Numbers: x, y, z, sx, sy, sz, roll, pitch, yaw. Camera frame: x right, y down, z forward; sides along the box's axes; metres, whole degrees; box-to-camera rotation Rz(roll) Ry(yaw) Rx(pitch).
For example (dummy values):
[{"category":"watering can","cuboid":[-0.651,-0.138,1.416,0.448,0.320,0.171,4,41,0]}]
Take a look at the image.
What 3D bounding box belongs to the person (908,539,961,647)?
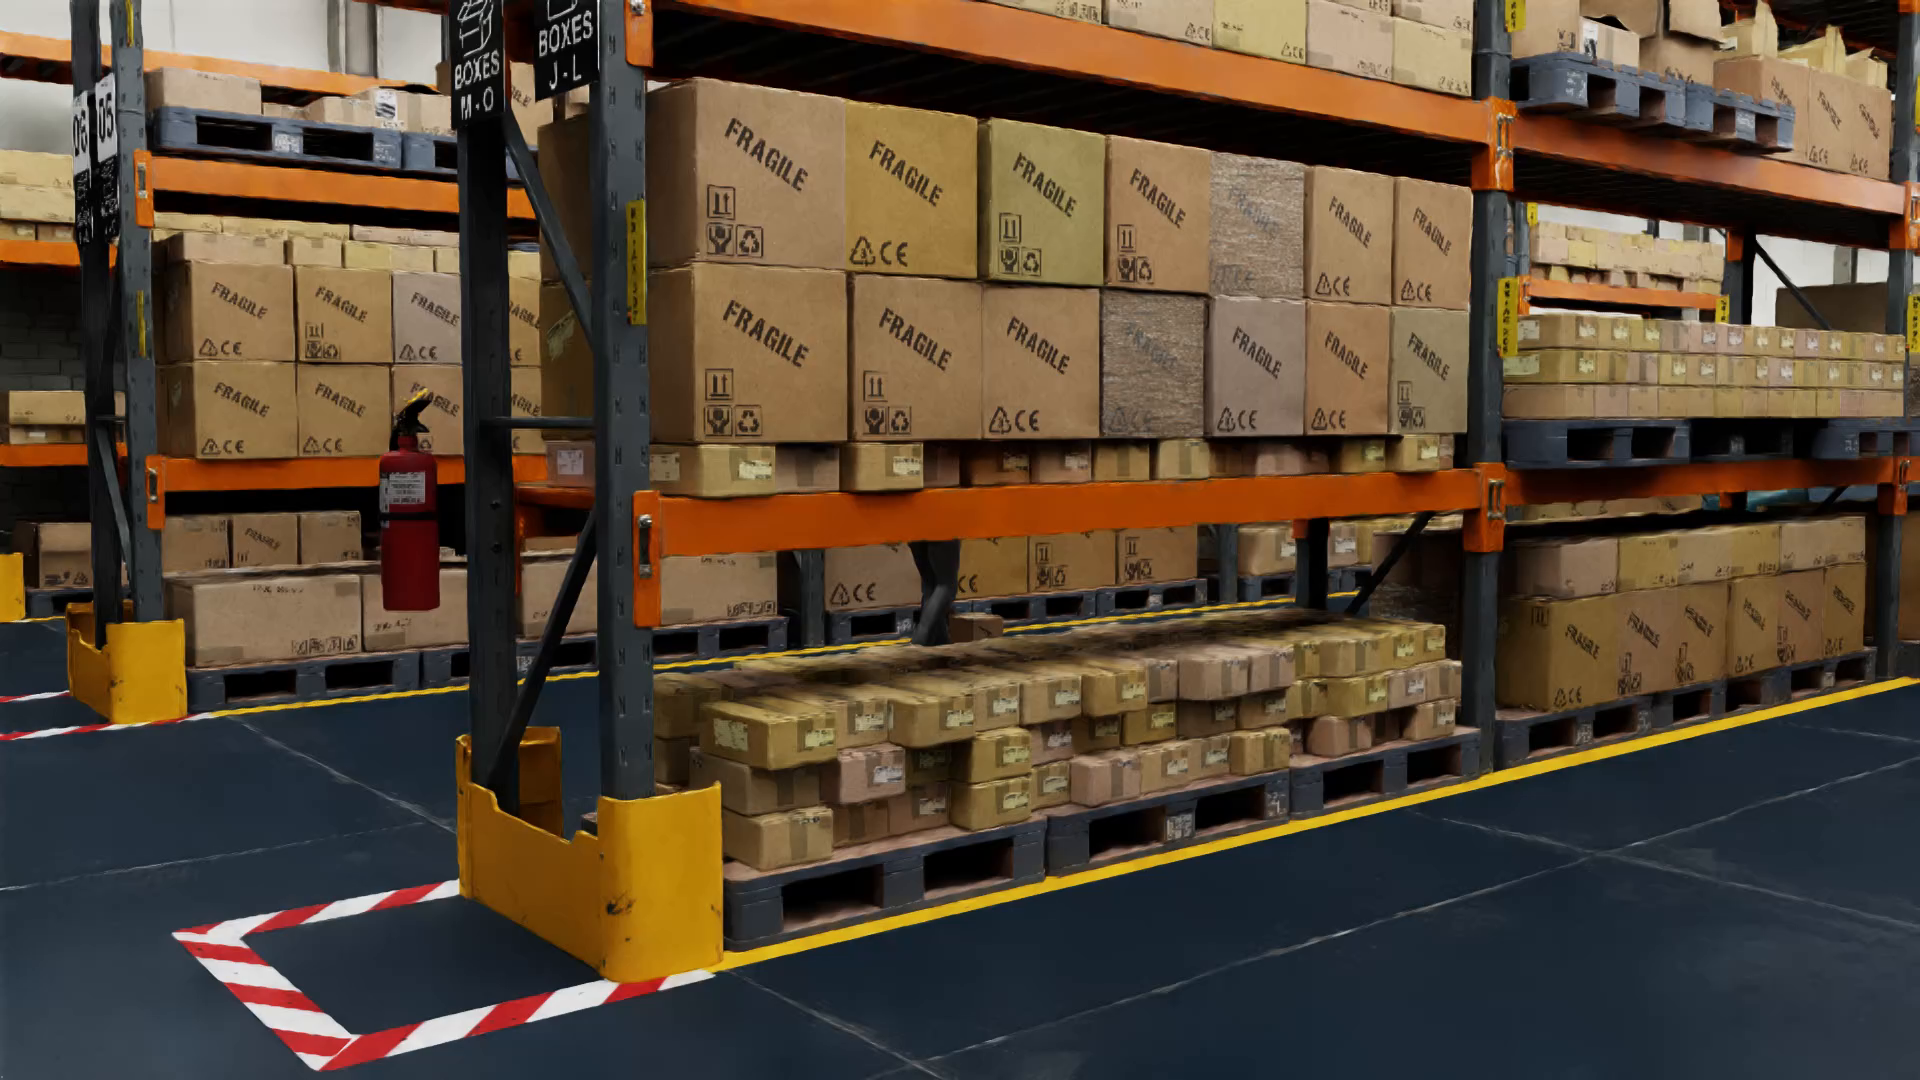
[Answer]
[{"category":"person","cuboid":[-0.127,-0.047,10.222,0.516,1.680,0.675,4,6,39]}]
